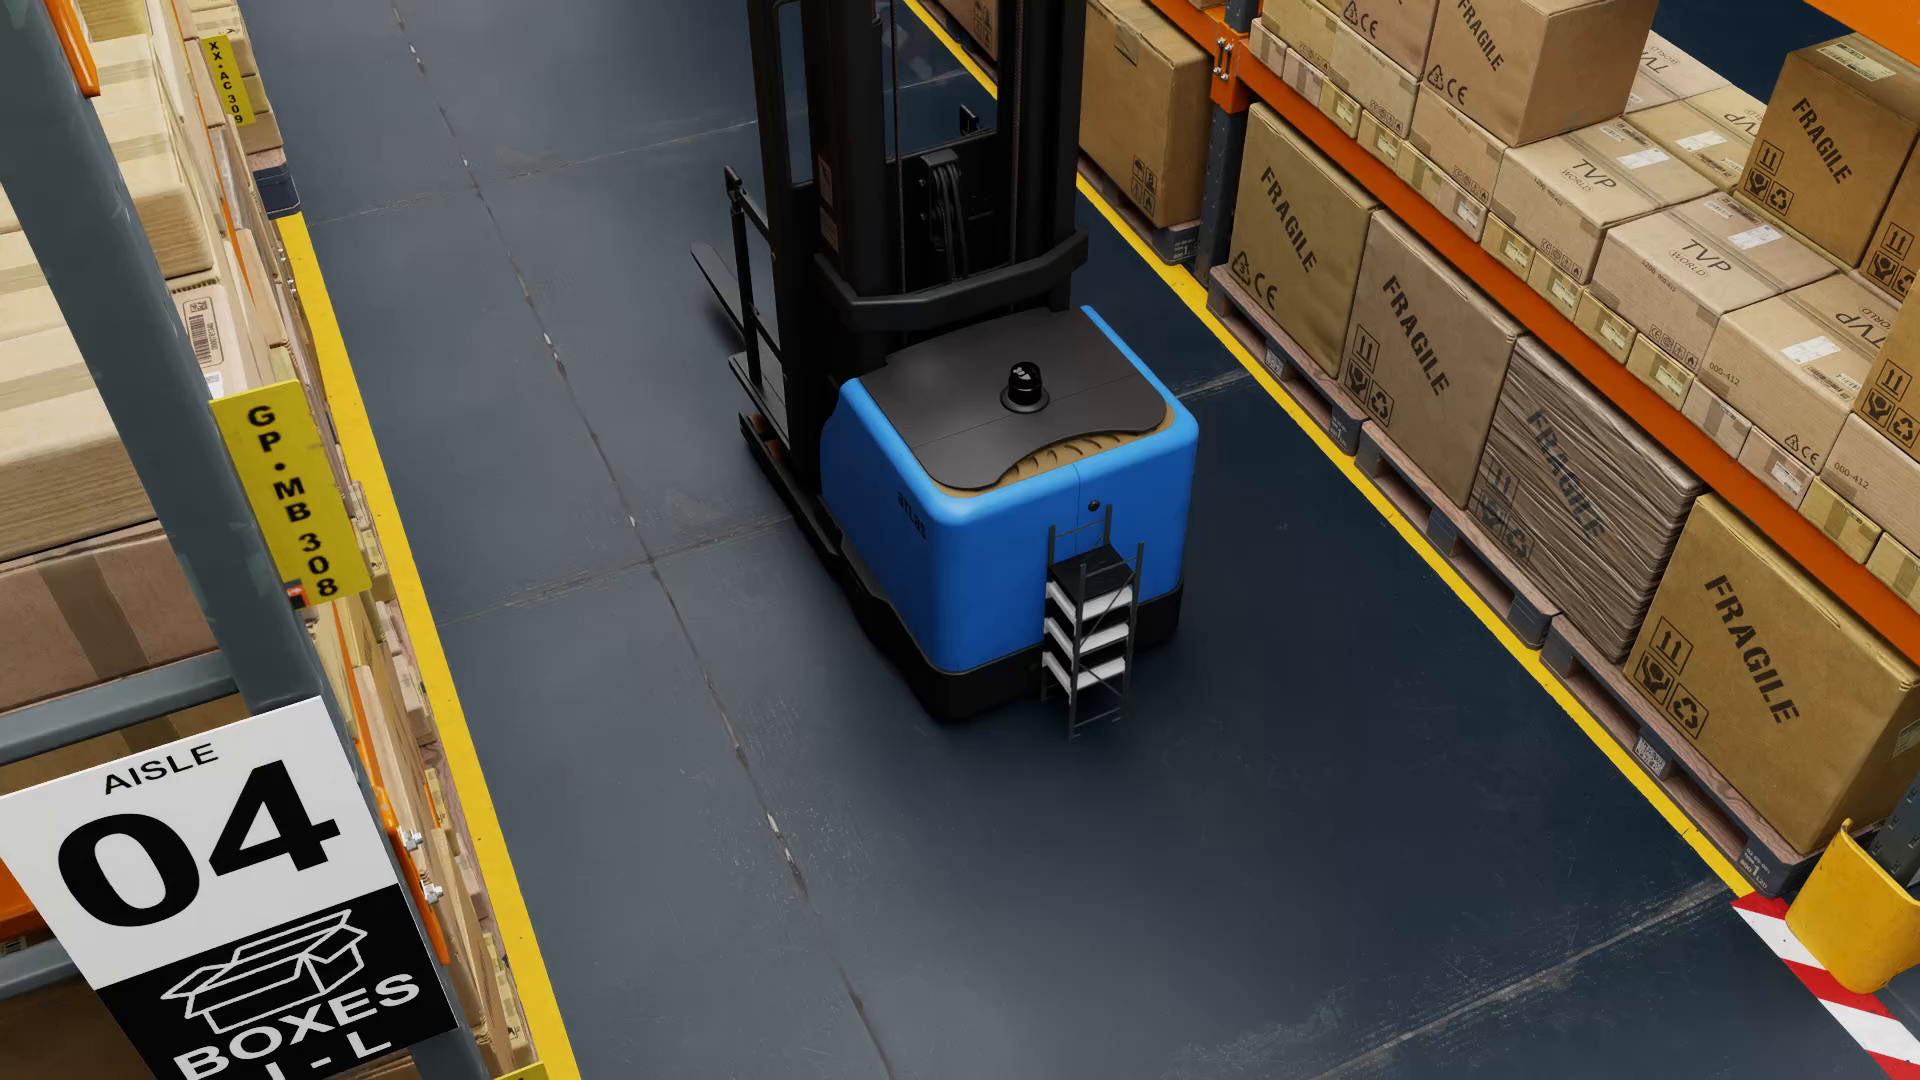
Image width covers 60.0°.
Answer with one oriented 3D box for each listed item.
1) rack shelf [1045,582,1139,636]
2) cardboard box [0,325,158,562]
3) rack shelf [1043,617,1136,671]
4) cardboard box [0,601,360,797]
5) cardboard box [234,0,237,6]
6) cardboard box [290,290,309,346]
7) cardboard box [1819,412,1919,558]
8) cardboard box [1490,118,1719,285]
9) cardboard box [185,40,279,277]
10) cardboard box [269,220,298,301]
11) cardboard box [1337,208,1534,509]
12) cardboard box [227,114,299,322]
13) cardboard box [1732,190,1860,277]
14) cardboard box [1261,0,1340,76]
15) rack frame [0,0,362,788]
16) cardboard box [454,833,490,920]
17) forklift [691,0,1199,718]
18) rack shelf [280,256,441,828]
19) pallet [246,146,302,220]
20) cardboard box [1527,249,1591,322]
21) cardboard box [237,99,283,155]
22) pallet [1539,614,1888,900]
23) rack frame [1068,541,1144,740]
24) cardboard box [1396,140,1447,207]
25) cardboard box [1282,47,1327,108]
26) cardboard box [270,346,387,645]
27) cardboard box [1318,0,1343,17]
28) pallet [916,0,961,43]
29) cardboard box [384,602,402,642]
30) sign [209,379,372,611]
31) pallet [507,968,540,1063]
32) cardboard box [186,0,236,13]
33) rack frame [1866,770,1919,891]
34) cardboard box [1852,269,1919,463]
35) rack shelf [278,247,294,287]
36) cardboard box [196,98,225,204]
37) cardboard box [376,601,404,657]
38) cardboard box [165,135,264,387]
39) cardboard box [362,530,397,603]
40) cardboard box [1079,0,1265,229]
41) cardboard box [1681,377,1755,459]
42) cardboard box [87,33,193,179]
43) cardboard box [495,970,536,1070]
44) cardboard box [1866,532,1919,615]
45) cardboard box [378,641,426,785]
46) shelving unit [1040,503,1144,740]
[{"bbox_3d":[0.451,0.196,5.701,0.258,0.077,0.200,-20,48,-19],"label":"rack shelf"},{"bbox_3d":[-1.184,-0.113,2.060,0.380,0.149,0.250,-18,48,-18],"label":"cardboard box"},{"bbox_3d":[0.451,0.325,5.828,0.258,0.077,0.200,-20,48,-19],"label":"rack shelf"},{"bbox_3d":[-1.211,0.119,2.465,0.500,0.250,0.500,-16,47,-16],"label":"cardboard box"},{"bbox_3d":[-2.904,-1.936,6.244,0.380,0.149,0.250,-17,47,-16],"label":"cardboard box"},{"bbox_3d":[-2.397,-0.720,5.522,0.380,0.149,0.250,-19,48,-18],"label":"cardboard box"},{"bbox_3d":[2.844,-0.188,4.700,0.500,0.250,0.500,-19,48,-18],"label":"cardboard box"},{"bbox_3d":[2.194,-1.167,5.692,0.500,0.250,0.500,-18,47,-17],"label":"cardboard box"},{"bbox_3d":[-2.271,-1.004,4.637,0.500,0.500,0.500,-19,48,-19],"label":"cardboard box"},{"bbox_3d":[-3.007,-1.129,6.706,0.500,0.250,0.500,-20,48,-19],"label":"cardboard box"},{"bbox_3d":[2.190,-0.830,6.669,0.875,0.875,0.875,-18,47,-17],"label":"cardboard box"},{"bbox_3d":[-2.477,-0.971,5.315,0.500,0.500,0.500,-18,47,-17],"label":"cardboard box"},{"bbox_3d":[2.899,-0.994,5.517,0.500,0.250,0.500,-20,48,-19],"label":"cardboard box"},{"bbox_3d":[1.566,-2.130,6.668,0.500,0.250,0.500,-19,48,-18],"label":"cardboard box"},{"bbox_3d":[-1.255,-0.640,0.992,1.000,3.000,0.127,-18,47,-17],"label":"rack frame"},{"bbox_3d":[-1.707,1.119,5.211,0.380,0.149,0.250,-20,48,-19],"label":"cardboard box"},{"bbox_3d":[-0.286,-1.438,6.120,1.130,2.935,3.031,-20,48,-19],"label":"forklift"},{"bbox_3d":[-2.095,0.477,4.643,1.077,0.370,4.000,-18,47,-17],"label":"rack shelf"},{"bbox_3d":[-3.126,-1.516,6.287,1.003,0.211,1.213,-18,47,-17],"label":"pallet"},{"bbox_3d":[2.197,-0.920,5.725,0.380,0.149,0.250,-17,47,-17],"label":"cardboard box"},{"bbox_3d":[-2.685,-1.501,6.015,0.380,0.149,0.250,-20,48,-19],"label":"cardboard box"},{"bbox_3d":[2.881,0.601,5.991,1.003,0.211,1.213,-18,47,-17],"label":"pallet"},{"bbox_3d":[0.498,0.364,5.740,0.240,0.900,0.006,-20,48,-19],"label":"rack frame"},{"bbox_3d":[1.871,-1.413,6.225,0.380,0.149,0.250,-19,48,-18],"label":"cardboard box"},{"bbox_3d":[1.539,-1.911,6.730,0.380,0.149,0.250,-20,48,-19],"label":"cardboard box"},{"bbox_3d":[-1.619,-0.024,3.644,0.500,0.500,0.500,-19,48,-18],"label":"cardboard box"},{"bbox_3d":[1.576,-2.393,6.401,0.500,0.500,0.500,-18,47,-17],"label":"cardboard box"},{"bbox_3d":[0.188,-3.486,10.133,1.003,0.211,1.213,-18,47,-17],"label":"pallet"},{"bbox_3d":[-2.259,0.300,6.041,0.380,0.149,0.250,-20,48,-19],"label":"cardboard box"},{"bbox_3d":[-0.762,-0.044,1.901,0.100,0.325,0.005,-18,47,-17],"label":"sign"},{"bbox_3d":[-1.596,1.911,4.663,1.003,0.211,1.213,-18,47,-17],"label":"pallet"},{"bbox_3d":[-2.808,-1.888,5.985,0.380,0.149,0.250,-17,47,-16],"label":"cardboard box"},{"bbox_3d":[3.288,0.095,4.518,1.000,3.000,0.127,-18,47,-17],"label":"rack frame"},{"bbox_3d":[2.845,-0.457,4.439,0.500,0.500,0.500,-17,47,-17],"label":"cardboard box"},{"bbox_3d":[-3.777,-2.072,7.227,1.077,0.370,4.000,-18,47,-17],"label":"rack shelf"},{"bbox_3d":[-1.864,-0.874,3.471,0.500,0.250,0.500,-18,47,-18],"label":"cardboard box"},{"bbox_3d":[-2.060,0.391,5.525,0.380,0.149,0.250,-20,48,-19],"label":"cardboard box"},{"bbox_3d":[-1.424,-0.386,2.621,0.500,0.250,0.500,-19,48,-18],"label":"cardboard box"},{"bbox_3d":[-2.262,0.147,5.985,0.380,0.149,0.250,-20,48,-19],"label":"cardboard box"},{"bbox_3d":[1.319,-2.249,8.108,1.225,0.875,0.875,-18,47,-17],"label":"cardboard box"},{"bbox_3d":[2.520,-0.431,5.230,0.380,0.149,0.250,-17,47,-17],"label":"cardboard box"},{"bbox_3d":[-1.424,-0.630,2.584,0.380,0.149,0.250,-17,47,-17],"label":"cardboard box"},{"bbox_3d":[-1.381,1.376,4.527,0.380,0.149,0.250,-18,47,-18],"label":"cardboard box"},{"bbox_3d":[2.840,0.055,4.738,0.380,0.149,0.250,-17,47,-17],"label":"cardboard box"},{"bbox_3d":[-1.635,0.337,3.990,0.500,0.500,0.500,-17,47,-17],"label":"cardboard box"},{"bbox_3d":[0.451,0.301,5.804,0.258,0.900,0.210,-20,48,-19],"label":"shelving unit"}]
